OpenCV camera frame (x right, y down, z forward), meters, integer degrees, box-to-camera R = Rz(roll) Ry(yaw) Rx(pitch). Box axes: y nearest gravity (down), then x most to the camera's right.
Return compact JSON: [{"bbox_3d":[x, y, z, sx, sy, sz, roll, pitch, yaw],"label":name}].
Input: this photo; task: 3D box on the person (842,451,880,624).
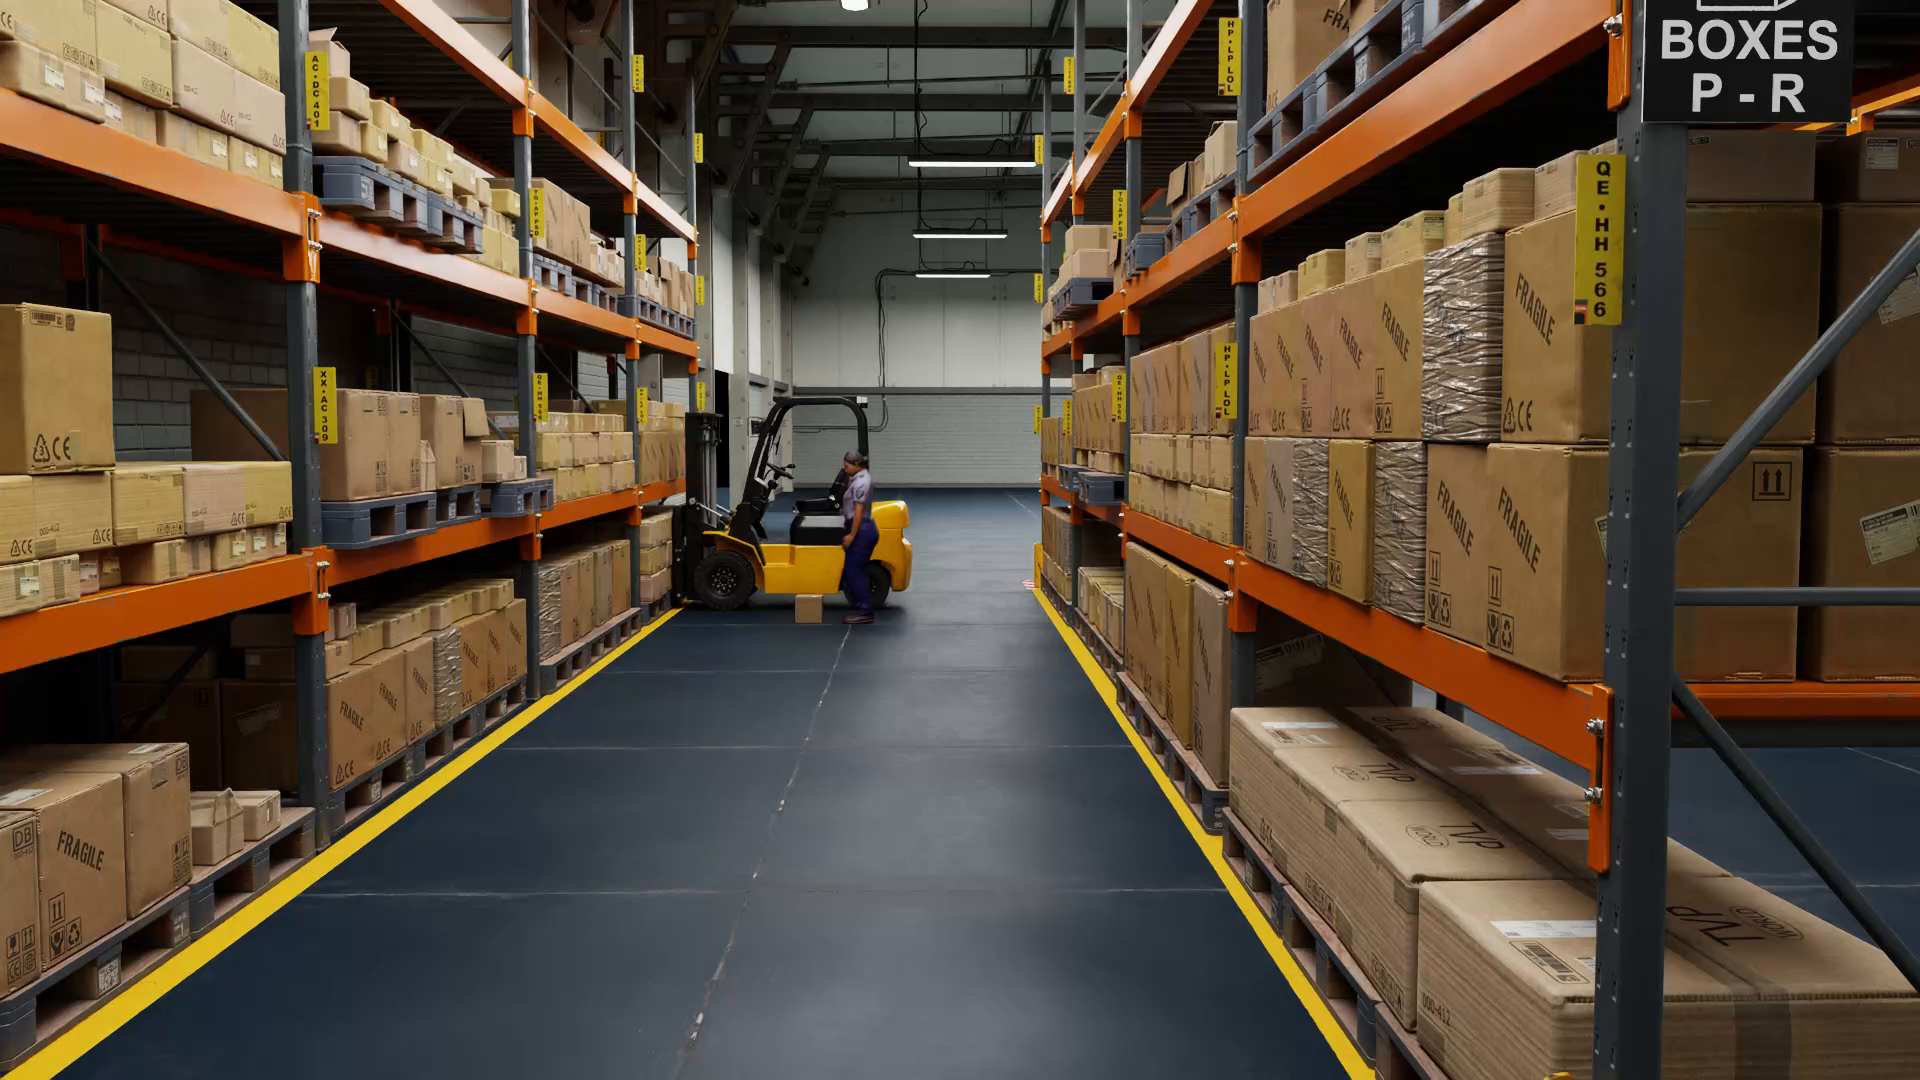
[{"bbox_3d":[-0.938,-0.027,15.714,0.346,1.631,0.483,0,4,0],"label":"person"}]
